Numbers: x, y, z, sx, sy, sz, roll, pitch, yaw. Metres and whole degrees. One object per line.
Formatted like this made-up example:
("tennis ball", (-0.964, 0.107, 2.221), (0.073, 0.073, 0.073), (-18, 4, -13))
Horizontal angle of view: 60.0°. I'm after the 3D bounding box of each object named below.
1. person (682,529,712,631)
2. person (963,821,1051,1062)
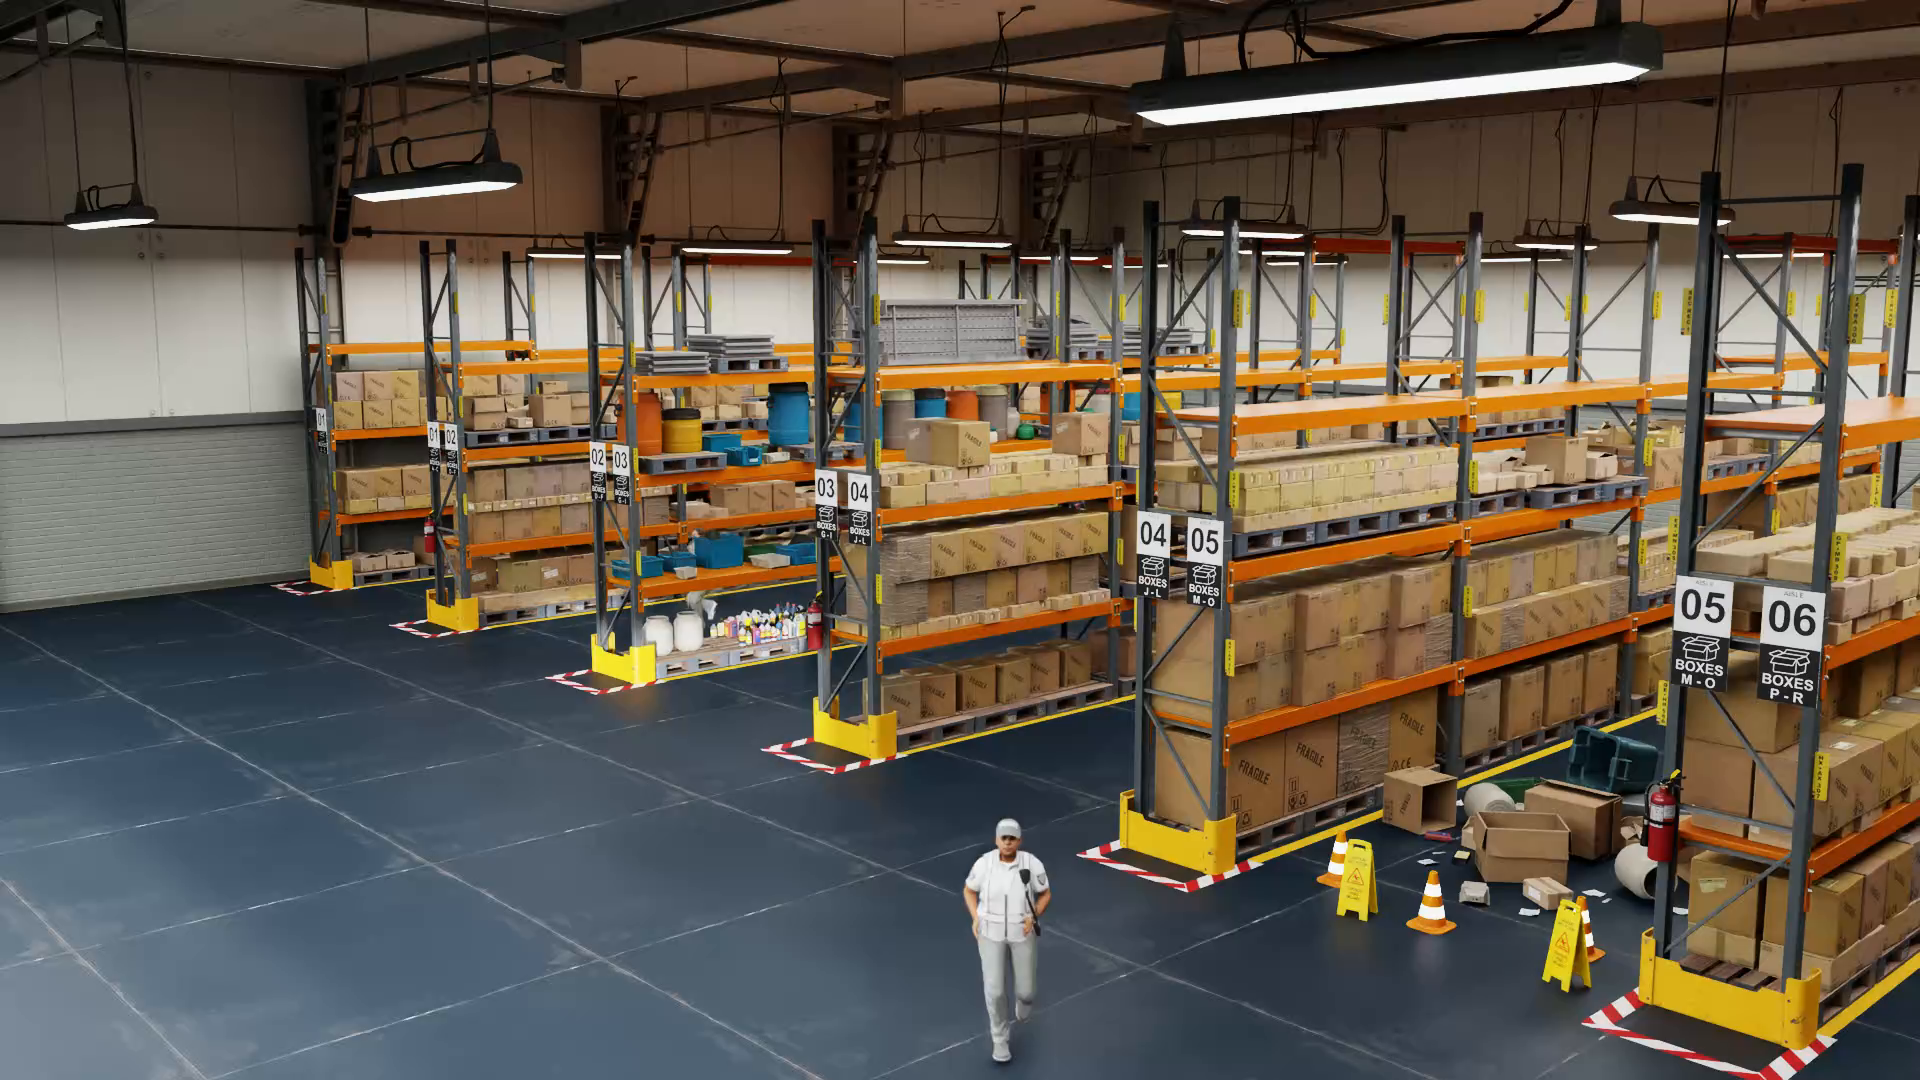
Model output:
("person", (-3.995, 0.619, 25.500), (0.549, 1.617, 0.607), (7, 11, 39))
("person", (0.320, 2.711, 11.409), (0.606, 1.616, 0.560), (0, 8, 3))
